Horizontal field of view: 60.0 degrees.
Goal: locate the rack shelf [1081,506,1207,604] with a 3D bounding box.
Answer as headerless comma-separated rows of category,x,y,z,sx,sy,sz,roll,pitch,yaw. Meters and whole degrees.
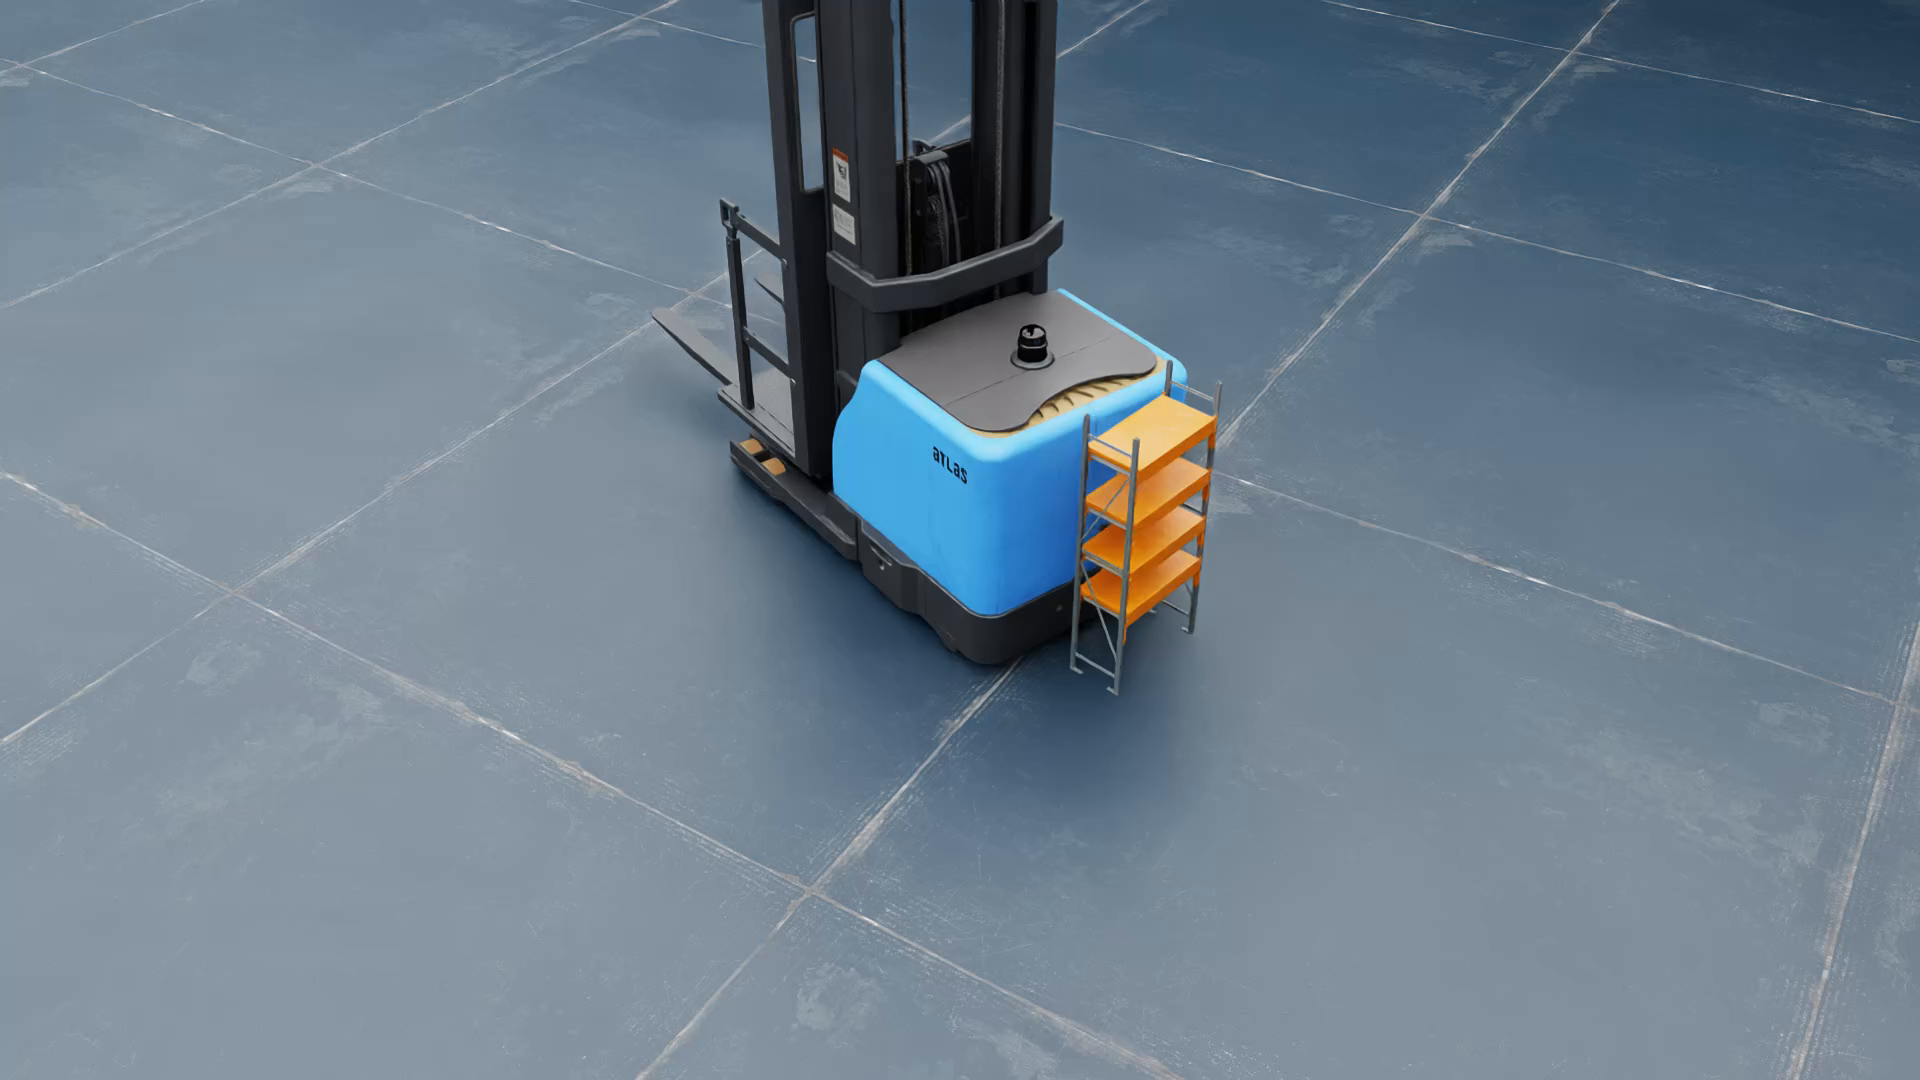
rack shelf,0.693,0.022,6.349,0.258,0.148,0.480,29,46,32

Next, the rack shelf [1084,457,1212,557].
rack shelf,0.693,-0.155,6.212,0.258,0.148,0.480,29,46,32

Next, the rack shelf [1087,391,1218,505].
rack shelf,0.693,-0.342,6.068,0.258,0.148,0.480,29,46,32

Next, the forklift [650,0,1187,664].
forklift,-0.392,-1.523,6.825,1.130,2.935,3.031,-24,44,-28

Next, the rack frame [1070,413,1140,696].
rack frame,0.528,0.079,6.165,0.240,1.200,0.015,29,46,32

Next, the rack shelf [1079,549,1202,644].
rack shelf,0.693,0.179,6.470,0.258,0.148,0.480,29,46,32

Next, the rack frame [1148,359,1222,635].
rack frame,0.858,-0.141,6.450,0.240,1.200,0.015,29,46,32

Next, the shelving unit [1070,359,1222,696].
shelving unit,0.693,-0.031,6.308,0.258,1.200,0.503,29,46,32
